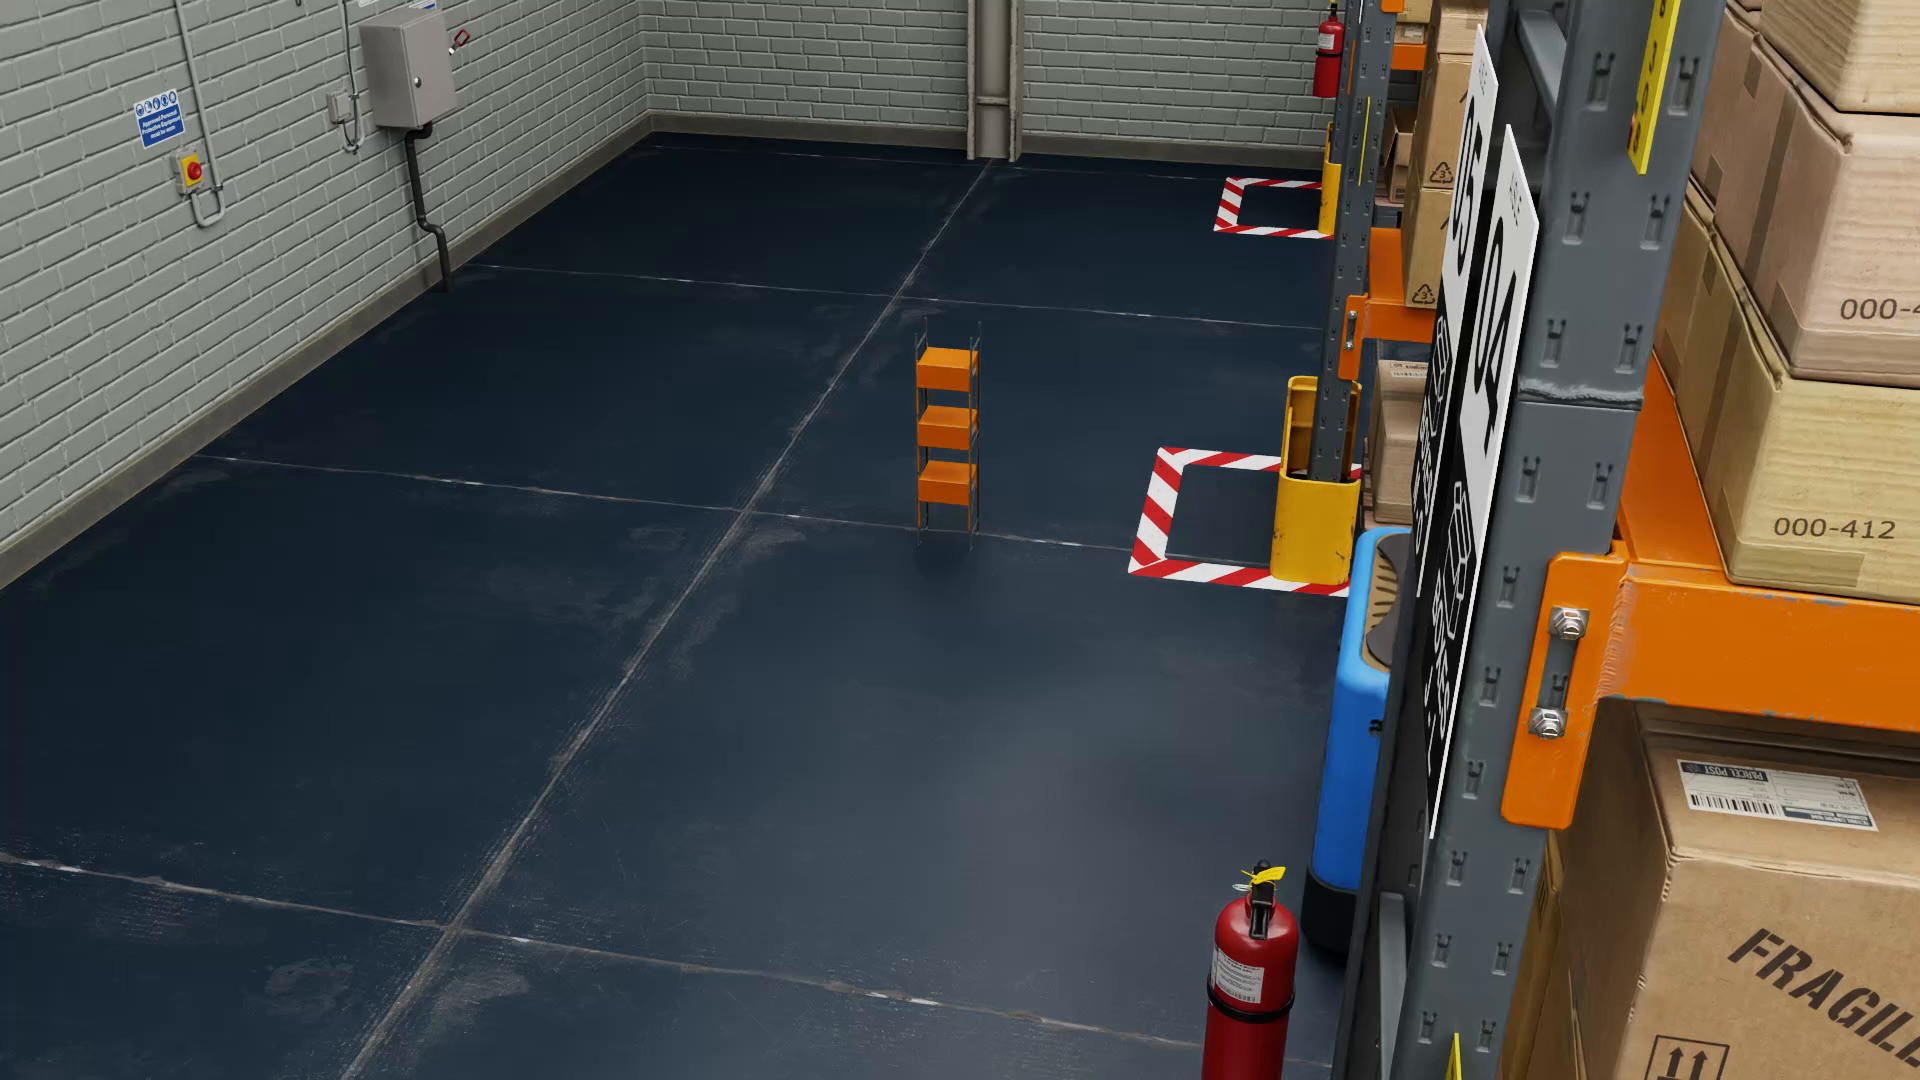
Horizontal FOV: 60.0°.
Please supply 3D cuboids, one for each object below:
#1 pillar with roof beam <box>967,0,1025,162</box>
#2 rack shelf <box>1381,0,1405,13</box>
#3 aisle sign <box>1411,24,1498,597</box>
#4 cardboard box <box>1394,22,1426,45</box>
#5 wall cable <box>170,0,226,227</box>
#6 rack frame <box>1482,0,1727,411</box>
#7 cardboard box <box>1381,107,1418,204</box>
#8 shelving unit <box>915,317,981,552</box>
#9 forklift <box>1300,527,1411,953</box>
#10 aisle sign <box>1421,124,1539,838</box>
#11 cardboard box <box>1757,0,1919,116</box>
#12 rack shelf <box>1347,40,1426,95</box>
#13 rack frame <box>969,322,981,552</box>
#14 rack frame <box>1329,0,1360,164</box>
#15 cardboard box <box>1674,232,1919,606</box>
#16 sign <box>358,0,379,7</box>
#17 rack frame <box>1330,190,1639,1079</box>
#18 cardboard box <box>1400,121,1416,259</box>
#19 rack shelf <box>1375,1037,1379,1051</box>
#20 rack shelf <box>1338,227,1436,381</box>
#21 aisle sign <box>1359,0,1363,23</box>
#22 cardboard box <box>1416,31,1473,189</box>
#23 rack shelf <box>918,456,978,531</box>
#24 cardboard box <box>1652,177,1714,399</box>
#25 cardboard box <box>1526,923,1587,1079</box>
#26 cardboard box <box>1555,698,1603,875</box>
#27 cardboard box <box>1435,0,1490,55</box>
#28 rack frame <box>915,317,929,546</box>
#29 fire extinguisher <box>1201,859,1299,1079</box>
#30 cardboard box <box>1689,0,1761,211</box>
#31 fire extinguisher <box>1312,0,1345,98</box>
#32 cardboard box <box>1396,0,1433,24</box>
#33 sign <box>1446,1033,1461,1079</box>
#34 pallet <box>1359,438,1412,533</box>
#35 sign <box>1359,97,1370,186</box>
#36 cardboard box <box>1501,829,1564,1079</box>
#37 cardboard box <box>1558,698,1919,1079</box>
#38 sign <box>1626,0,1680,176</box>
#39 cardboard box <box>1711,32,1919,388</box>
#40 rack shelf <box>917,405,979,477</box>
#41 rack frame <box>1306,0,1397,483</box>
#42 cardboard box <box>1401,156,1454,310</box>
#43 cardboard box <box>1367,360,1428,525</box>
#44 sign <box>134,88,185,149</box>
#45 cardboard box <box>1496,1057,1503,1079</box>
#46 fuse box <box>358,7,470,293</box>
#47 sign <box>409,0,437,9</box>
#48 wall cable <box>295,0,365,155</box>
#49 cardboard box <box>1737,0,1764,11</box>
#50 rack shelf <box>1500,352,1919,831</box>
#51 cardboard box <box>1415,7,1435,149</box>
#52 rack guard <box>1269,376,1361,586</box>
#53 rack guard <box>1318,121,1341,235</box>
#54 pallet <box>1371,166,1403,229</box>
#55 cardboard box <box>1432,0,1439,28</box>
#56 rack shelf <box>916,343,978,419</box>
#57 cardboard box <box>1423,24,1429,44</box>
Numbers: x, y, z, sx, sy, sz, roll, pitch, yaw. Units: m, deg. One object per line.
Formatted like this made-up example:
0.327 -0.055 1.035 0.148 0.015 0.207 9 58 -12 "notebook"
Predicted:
-0.620 -5.031 7.568 0.400 9.000 9.100 6 29 11 "pillar with roof beam"
3.651 -2.195 6.262 4.000 0.370 1.077 6 29 11 "rack shelf"
0.751 -0.349 2.558 0.004 0.787 0.394 6 29 11 "aisle sign"
2.992 -3.455 11.199 0.250 0.149 0.380 6 29 10 "cardboard box"
-3.825 -2.410 7.937 0.123 1.953 0.585 6 29 11 "wall cable"
0.760 -1.692 1.470 0.127 3.000 1.000 6 29 11 "rack frame"
3.306 -2.711 11.740 0.637 0.503 0.797 5 29 9 "cardboard box"
-0.052 -0.466 7.508 0.252 1.050 0.215 6 29 11 "shelving unit"
2.668 0.012 4.677 3.031 2.935 1.130 8 30 14 "forklift"
0.626 -0.068 2.043 0.004 0.787 0.394 6 29 11 "aisle sign"
1.029 -0.566 1.756 0.250 0.149 0.380 6 29 10 "cardboard box"
4.684 -3.211 11.241 4.000 0.370 1.077 6 29 11 "rack shelf"
0.067 -0.454 7.485 0.008 1.050 0.200 6 29 11 "rack frame"
2.728 -3.727 11.434 0.127 3.000 1.000 6 29 11 "rack frame"
1.146 -0.146 1.925 0.500 0.250 0.500 7 29 12 "cardboard box"
-3.457 -3.279 9.756 0.001 0.242 0.339 6 29 11 "sign"
0.760 0.939 2.911 0.127 3.000 1.000 6 29 11 "rack frame"
2.222 -1.515 7.290 0.500 0.500 0.500 6 29 11 "cardboard box"
2.716 1.455 2.717 4.000 0.370 1.077 6 29 11 "rack shelf"
3.651 -0.880 6.982 4.000 0.370 1.077 6 29 11 "rack shelf"
1.564 -2.407 6.316 0.004 0.787 0.394 6 29 11 "aisle sign"
2.105 -1.696 6.579 0.500 0.500 0.500 5 29 9 "cardboard box"
-0.052 -0.213 7.646 0.240 0.259 0.215 6 29 11 "rack shelf"
1.260 -0.389 2.370 0.500 0.250 0.500 5 29 9 "cardboard box"
1.141 0.940 2.496 0.500 0.500 0.500 7 30 13 "cardboard box"
1.259 0.255 2.705 0.500 0.500 0.500 5 29 10 "cardboard box"
1.984 -1.997 6.453 0.250 0.149 0.380 6 29 12 "cardboard box"
-0.172 -0.478 7.530 0.008 1.050 0.200 6 29 11 "rack frame"
0.610 0.895 3.461 0.183 0.674 0.296 6 29 11 "fire extinguisher"
1.263 -0.603 2.241 0.500 0.250 0.500 5 29 9 "cardboard box"
2.487 -3.327 11.173 0.183 0.674 0.296 6 29 11 "fire extinguisher"
3.115 -3.620 11.085 0.500 0.250 0.500 6 29 11 "cardboard box"
0.647 0.814 2.238 0.005 0.325 0.100 6 29 11 "sign"
2.493 -0.129 7.766 1.213 0.211 1.003 6 29 11 "pallet"
1.573 -1.550 6.474 0.005 0.325 0.100 6 29 11 "sign"
1.253 0.689 2.954 0.500 0.500 0.500 6 29 12 "cardboard box"
1.143 0.496 2.266 0.500 0.500 0.500 6 29 10 "cardboard box"
0.647 -0.505 1.515 0.005 0.325 0.100 6 29 11 "sign"
1.145 -0.363 1.802 0.500 0.250 0.500 6 29 11 "cardboard box"
-0.052 -0.457 7.513 0.240 0.259 0.215 6 29 11 "rack shelf"
1.695 -1.396 7.176 0.127 3.000 1.000 6 29 11 "rack frame"
2.104 -1.257 6.818 0.500 0.500 0.500 6 29 10 "cardboard box"
2.361 -0.437 7.655 0.875 0.438 0.875 5 29 9 "cardboard box"
-3.894 -2.052 8.093 0.001 0.218 0.327 6 29 11 "sign"
1.138 0.949 3.154 0.250 0.149 0.380 6 29 11 "cardboard box"
-3.243 -2.357 10.273 0.414 1.711 0.539 6 29 11 "fuse box"
-3.343 -3.133 10.448 0.001 0.494 0.329 6 29 11 "sign"
-3.540 -3.063 9.163 0.122 1.984 0.588 6 29 11 "wall cable"
1.146 -0.810 2.202 0.250 0.149 0.380 6 29 10 "cardboard box"
2.716 0.139 1.997 4.000 0.370 1.077 6 29 11 "rack shelf"
2.216 -1.942 7.028 0.500 0.500 0.500 7 29 12 "cardboard box"
1.671 -0.302 7.780 0.348 0.500 1.175 6 29 11 "rack guard"
2.802 -2.623 12.021 0.348 0.500 1.175 6 29 11 "rack guard"
3.582 -2.417 11.945 1.213 0.211 1.003 6 29 11 "pallet"
2.088 -2.221 6.862 0.250 0.149 0.380 6 29 11 "cardboard box"
-0.052 -0.705 7.377 0.240 0.259 0.215 6 29 11 "rack shelf"
3.250 -3.451 11.192 0.250 0.149 0.380 7 29 12 "cardboard box"
